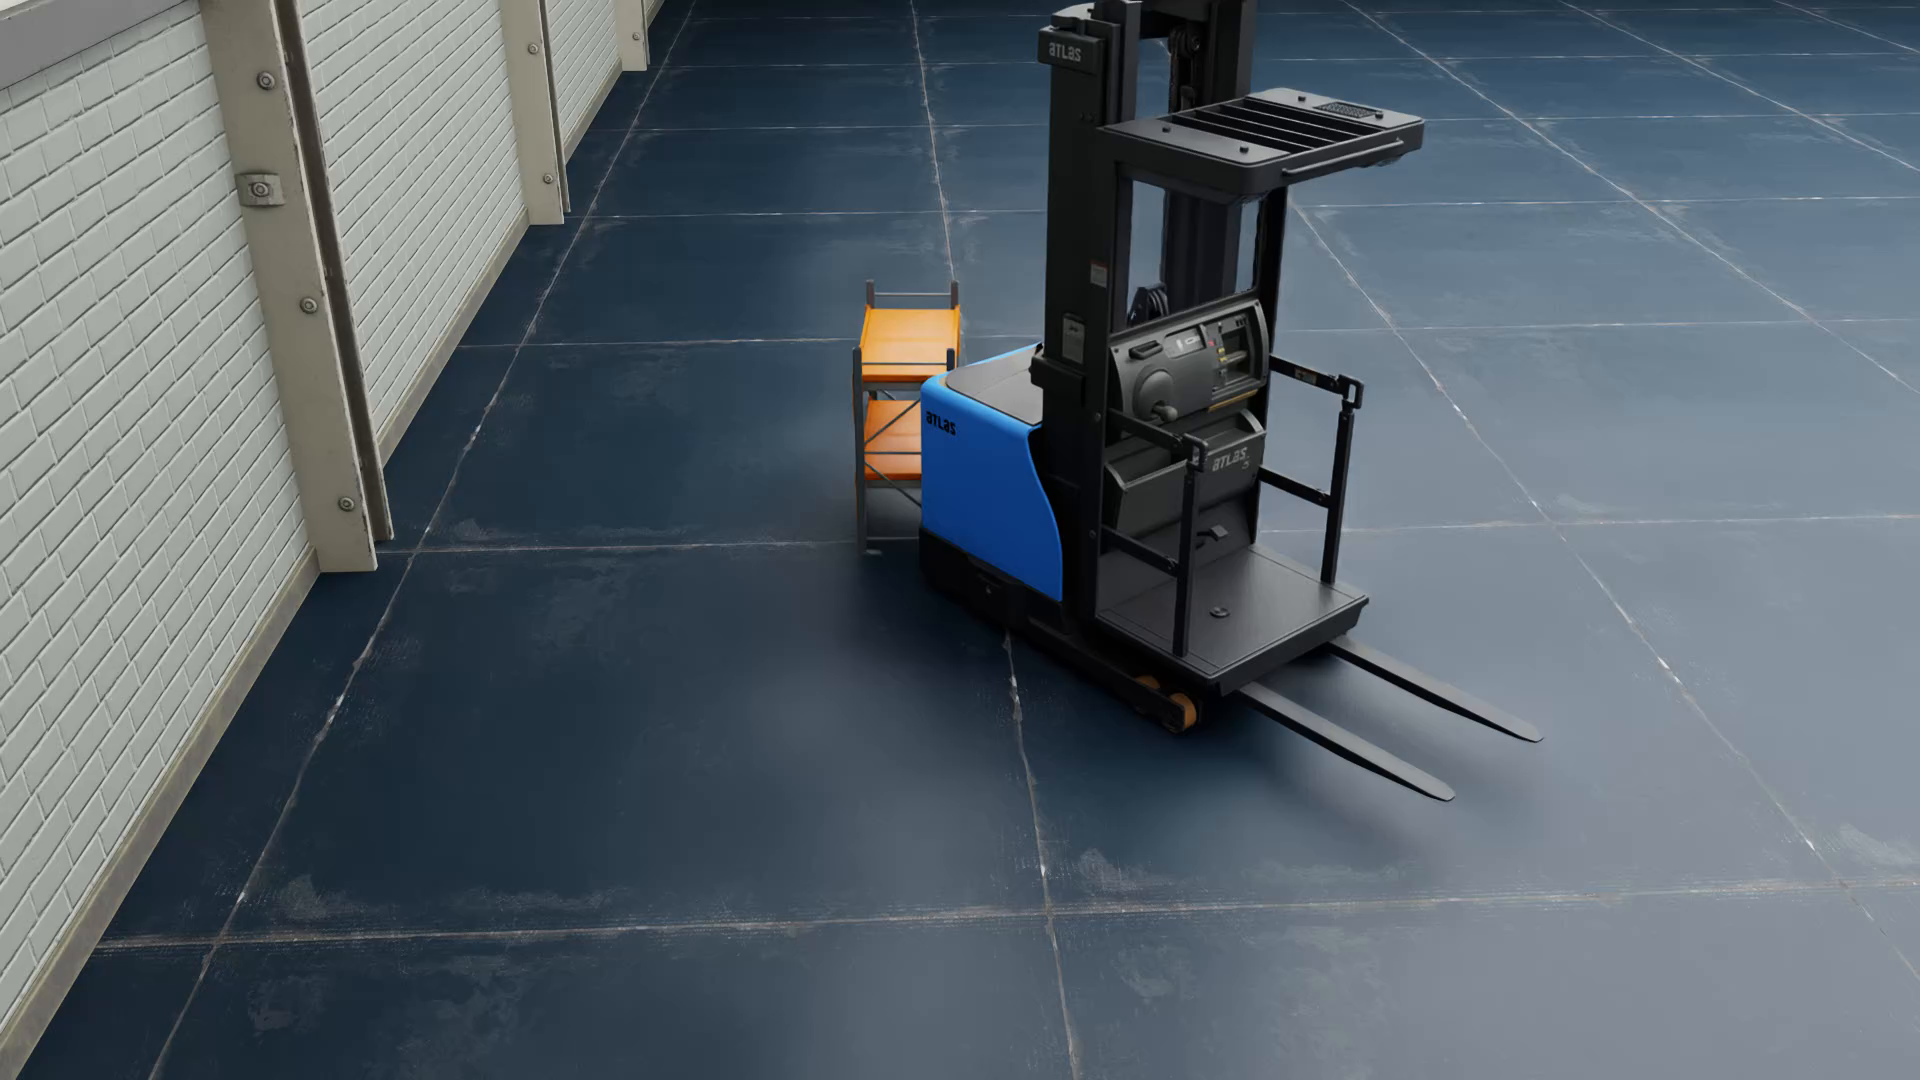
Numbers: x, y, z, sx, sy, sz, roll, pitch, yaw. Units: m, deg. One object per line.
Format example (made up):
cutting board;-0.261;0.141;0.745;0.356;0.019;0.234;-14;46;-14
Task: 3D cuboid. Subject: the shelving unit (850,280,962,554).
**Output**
shelving unit;-0.266;-0.669;8.817;0.538;1.125;1.048;0;28;1

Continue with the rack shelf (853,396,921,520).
rack shelf;-0.266;-0.453;8.930;0.538;0.278;1.000;0;28;1

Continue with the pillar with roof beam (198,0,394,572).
pillar with roof beam;1.162;-4.025;6.737;9.100;9.000;0.400;-1;28;-3

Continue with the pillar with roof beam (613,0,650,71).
pillar with roof beam;0.535;-9.567;17.362;9.100;9.000;0.400;-1;28;-3

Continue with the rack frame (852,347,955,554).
rack frame;-0.274;-0.434;8.366;0.500;1.125;0.032;0;28;1

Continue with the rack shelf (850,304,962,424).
rack shelf;-0.266;-0.929;8.682;0.538;0.278;1.000;0;28;1

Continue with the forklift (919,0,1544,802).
forklift;1.134;-0.736;6.991;1.130;2.935;3.031;-22;34;-35

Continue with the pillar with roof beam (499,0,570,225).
pillar with roof beam;0.849;-6.796;12.049;9.100;9.000;0.400;-1;28;-3

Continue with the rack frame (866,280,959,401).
rack frame;-0.257;-0.904;9.268;0.500;1.125;0.032;0;28;1
